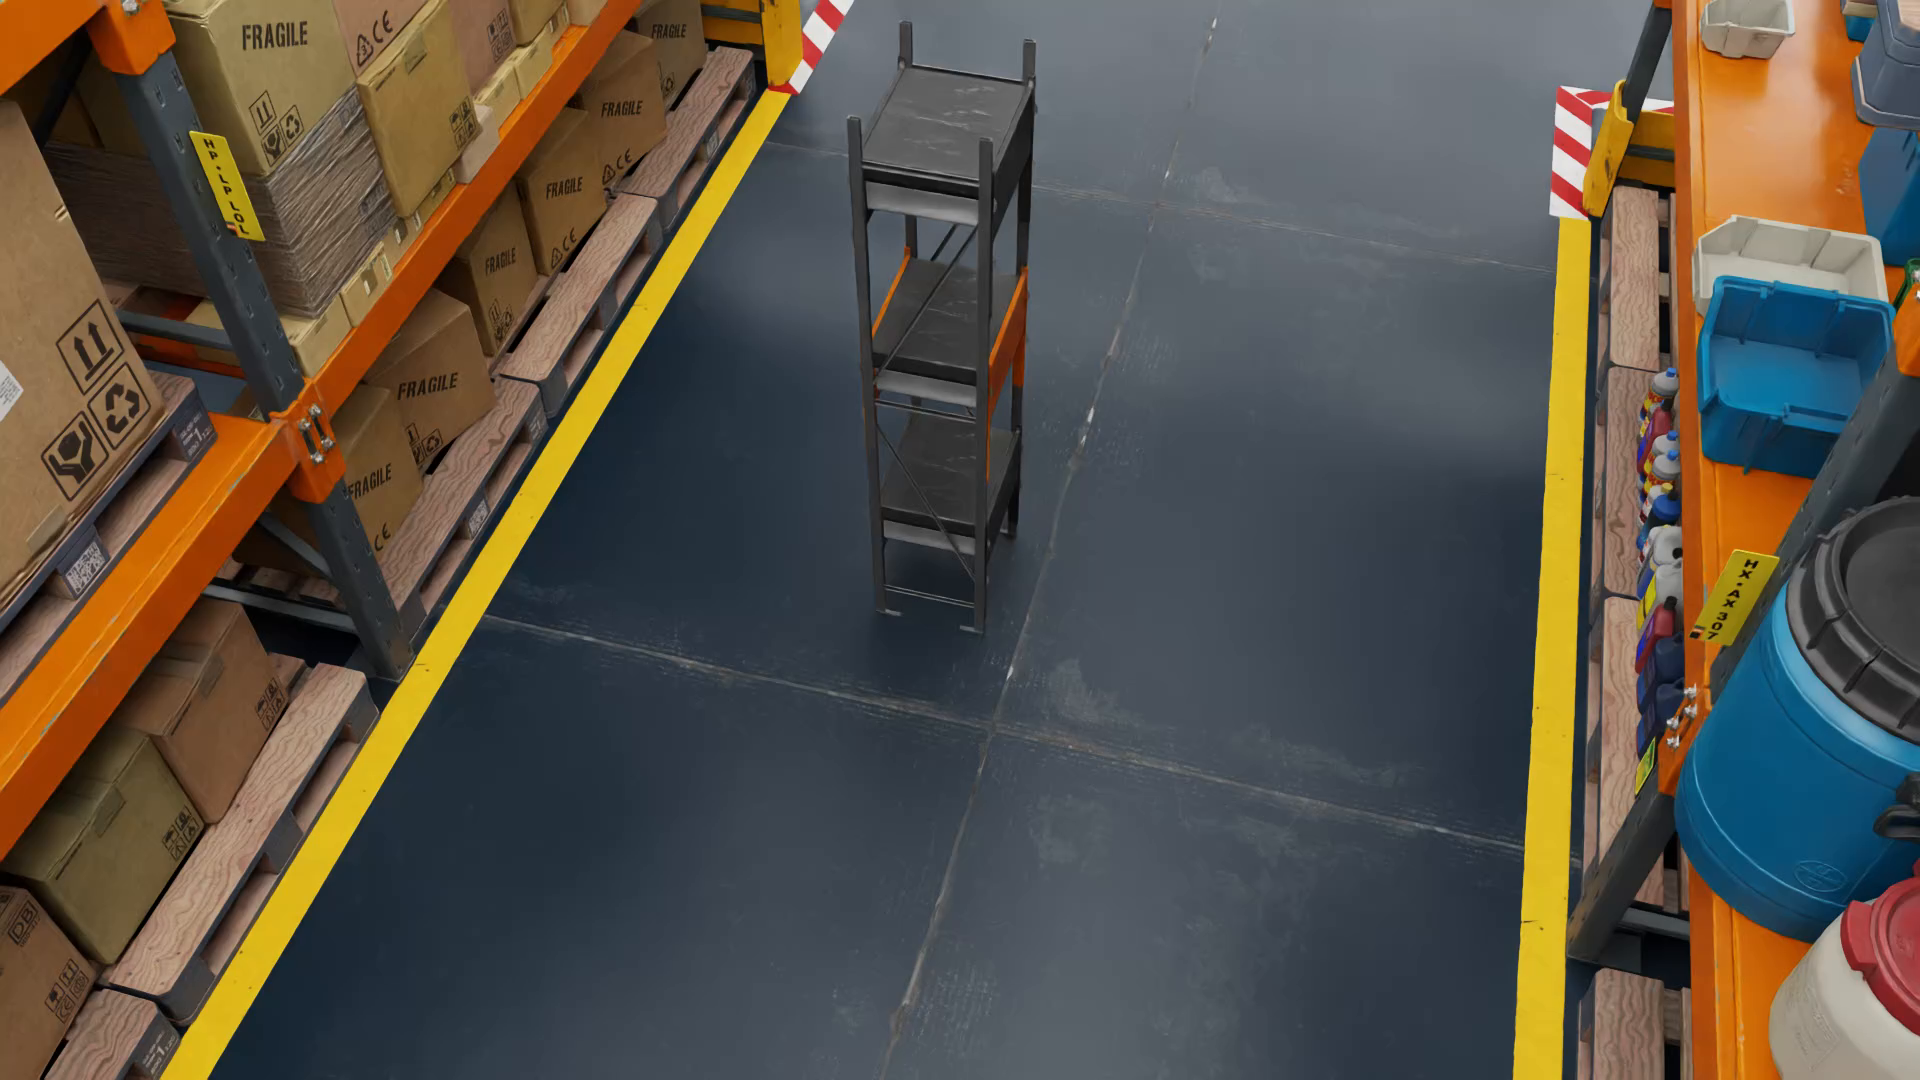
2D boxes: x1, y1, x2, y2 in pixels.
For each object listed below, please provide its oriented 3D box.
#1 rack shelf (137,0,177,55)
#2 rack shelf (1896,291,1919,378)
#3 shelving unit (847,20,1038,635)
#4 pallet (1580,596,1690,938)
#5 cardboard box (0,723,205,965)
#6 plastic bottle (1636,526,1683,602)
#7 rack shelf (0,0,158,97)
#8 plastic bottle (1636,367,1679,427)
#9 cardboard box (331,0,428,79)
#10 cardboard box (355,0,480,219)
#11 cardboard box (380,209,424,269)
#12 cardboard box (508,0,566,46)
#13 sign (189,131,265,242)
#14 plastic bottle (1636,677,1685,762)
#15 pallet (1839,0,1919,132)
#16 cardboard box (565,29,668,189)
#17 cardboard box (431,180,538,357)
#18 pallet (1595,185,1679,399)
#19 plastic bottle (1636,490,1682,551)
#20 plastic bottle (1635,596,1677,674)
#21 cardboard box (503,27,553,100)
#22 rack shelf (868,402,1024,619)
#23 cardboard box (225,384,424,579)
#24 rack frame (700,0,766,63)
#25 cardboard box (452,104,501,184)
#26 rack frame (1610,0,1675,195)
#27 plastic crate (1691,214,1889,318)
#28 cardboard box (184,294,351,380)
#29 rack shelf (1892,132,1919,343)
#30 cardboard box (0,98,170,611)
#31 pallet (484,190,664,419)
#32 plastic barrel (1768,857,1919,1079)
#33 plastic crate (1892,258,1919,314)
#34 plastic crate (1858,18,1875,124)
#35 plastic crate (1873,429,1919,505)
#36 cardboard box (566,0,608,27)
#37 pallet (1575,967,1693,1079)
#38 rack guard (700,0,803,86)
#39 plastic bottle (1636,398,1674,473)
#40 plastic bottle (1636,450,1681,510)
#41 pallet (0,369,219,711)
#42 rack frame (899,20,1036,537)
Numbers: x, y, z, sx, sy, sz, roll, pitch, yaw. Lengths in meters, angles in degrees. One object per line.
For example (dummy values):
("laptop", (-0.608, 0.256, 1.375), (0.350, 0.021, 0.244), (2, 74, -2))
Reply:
("rack shelf", (-1.892, -2.831, 5.227), (1.077, 0.370, 4.000), (12, 50, 10))
("rack shelf", (1.833, 1.040, 1.811), (1.077, 0.370, 4.000), (12, 50, 10))
("shelving unit", (-0.044, -0.575, 5.357), (0.431, 2.100, 0.503), (12, 50, 10))
("pallet", (2.576, 0.793, 5.410), (1.003, 0.211, 1.213), (12, 50, 10))
("cardboard box", (-2.745, 0.833, 4.888), (0.700, 0.500, 0.500), (11, 50, 10))
("plastic bottle", (2.433, 0.091, 5.692), (0.152, 0.276, 0.135), (12, 50, 11))
("rack shelf", (-2.945, 0.062, 2.674), (1.077, 0.370, 4.000), (12, 50, 10))
("plastic bottle", (2.634, -0.539, 6.251), (0.097, 0.271, 0.097), (0, 49, 0))
("cardboard box", (-1.925, -1.729, 4.844), (0.500, 0.500, 0.500), (12, 50, 10))
("cardboard box", (-2.075, -1.429, 5.246), (0.875, 0.500, 0.500), (12, 50, 10))
("cardboard box", (-1.955, -1.007, 5.306), (0.380, 0.149, 0.250), (12, 50, 10))
("cardboard box", (-1.869, -2.164, 5.895), (0.875, 0.500, 0.500), (12, 50, 10))
("sign", (-1.882, -0.906, 4.277), (0.100, 0.325, 0.005), (12, 50, 10))
("plastic bottle", (2.251, 0.556, 5.232), (0.144, 0.351, 0.185), (10, 49, 9))
("pallet", (2.455, -1.124, 3.366), (1.213, 0.211, 1.003), (12, 50, 10))
("cardboard box", (-1.671, -1.947, 7.355), (0.500, 0.500, 0.500), (24, 53, 20))
("cardboard box", (-2.044, -1.103, 6.610), (0.500, 0.500, 0.500), (8, 49, 7))
("pallet", (3.219, -0.972, 6.967), (1.003, 0.211, 1.213), (12, 50, 10))
("plastic bottle", (2.465, -0.072, 5.839), (0.097, 0.271, 0.097), (0, 49, 0))
("plastic bottle", (2.304, 0.313, 5.491), (0.061, 0.283, 0.133), (15, 50, 13))
("cardboard box", (-1.690, -1.730, 5.944), (0.380, 0.149, 0.250), (12, 50, 10))
("rack shelf", (-0.044, -0.103, 5.892), (0.431, 0.518, 0.480), (12, 50, 10))
("cardboard box", (-2.275, -0.223, 5.833), (0.500, 0.500, 0.500), (10, 49, 9))
("rack frame", (-1.366, -3.523, 7.359), (1.000, 3.000, 0.127), (12, 50, 10))
("cardboard box", (-1.792, -1.363, 5.620), (0.380, 0.149, 0.250), (12, 50, 10))
("rack frame", (3.412, -2.546, 6.496), (1.000, 3.000, 0.127), (12, 50, 10))
("plastic crate", (2.543, -0.790, 5.122), (0.530, 0.136, 0.437), (12, 50, 10))
("cardboard box", (-2.072, -0.643, 4.984), (0.380, 0.149, 0.250), (12, 50, 10))
("rack shelf", (2.886, -1.854, 4.364), (1.077, 0.370, 4.000), (12, 50, 10))
("cardboard box", (-2.763, -0.420, 3.940), (1.000, 1.000, 1.000), (12, 50, 10))
("pallet", (-1.957, -1.085, 7.067), (1.003, 0.211, 1.213), (12, 50, 10))
("plastic barrel", (1.896, 0.951, 3.319), (0.433, 0.535, 0.433), (0, 49, 0))
("plastic crate", (2.989, -0.508, 4.839), (0.450, 0.188, 0.662), (12, 50, 10))
("plastic crate", (3.393, -1.607, 5.767), (0.499, 0.251, 0.408), (12, 50, 10))
("plastic crate", (2.620, 0.015, 4.278), (0.767, 0.338, 0.504), (12, 50, 10))
("cardboard box", (-1.535, -2.087, 6.259), (0.380, 0.149, 0.250), (12, 50, 10))
("pallet", (2.190, 1.846, 4.480), (1.003, 0.211, 1.213), (12, 50, 10))
("rack guard", (-1.386, -2.641, 8.247), (1.175, 0.500, 0.348), (12, 50, 10))
("plastic bottle", (2.557, -0.382, 6.105), (0.061, 0.283, 0.133), (12, 50, 11))
("plastic bottle", (2.518, -0.218, 5.968), (0.097, 0.271, 0.097), (0, 49, 0))
("pallet", (-2.760, -0.042, 4.415), (1.003, 0.211, 1.213), (12, 50, 10))
("rack frame", (0.021, -0.752, 5.513), (0.400, 2.100, 0.015), (12, 50, 10))
